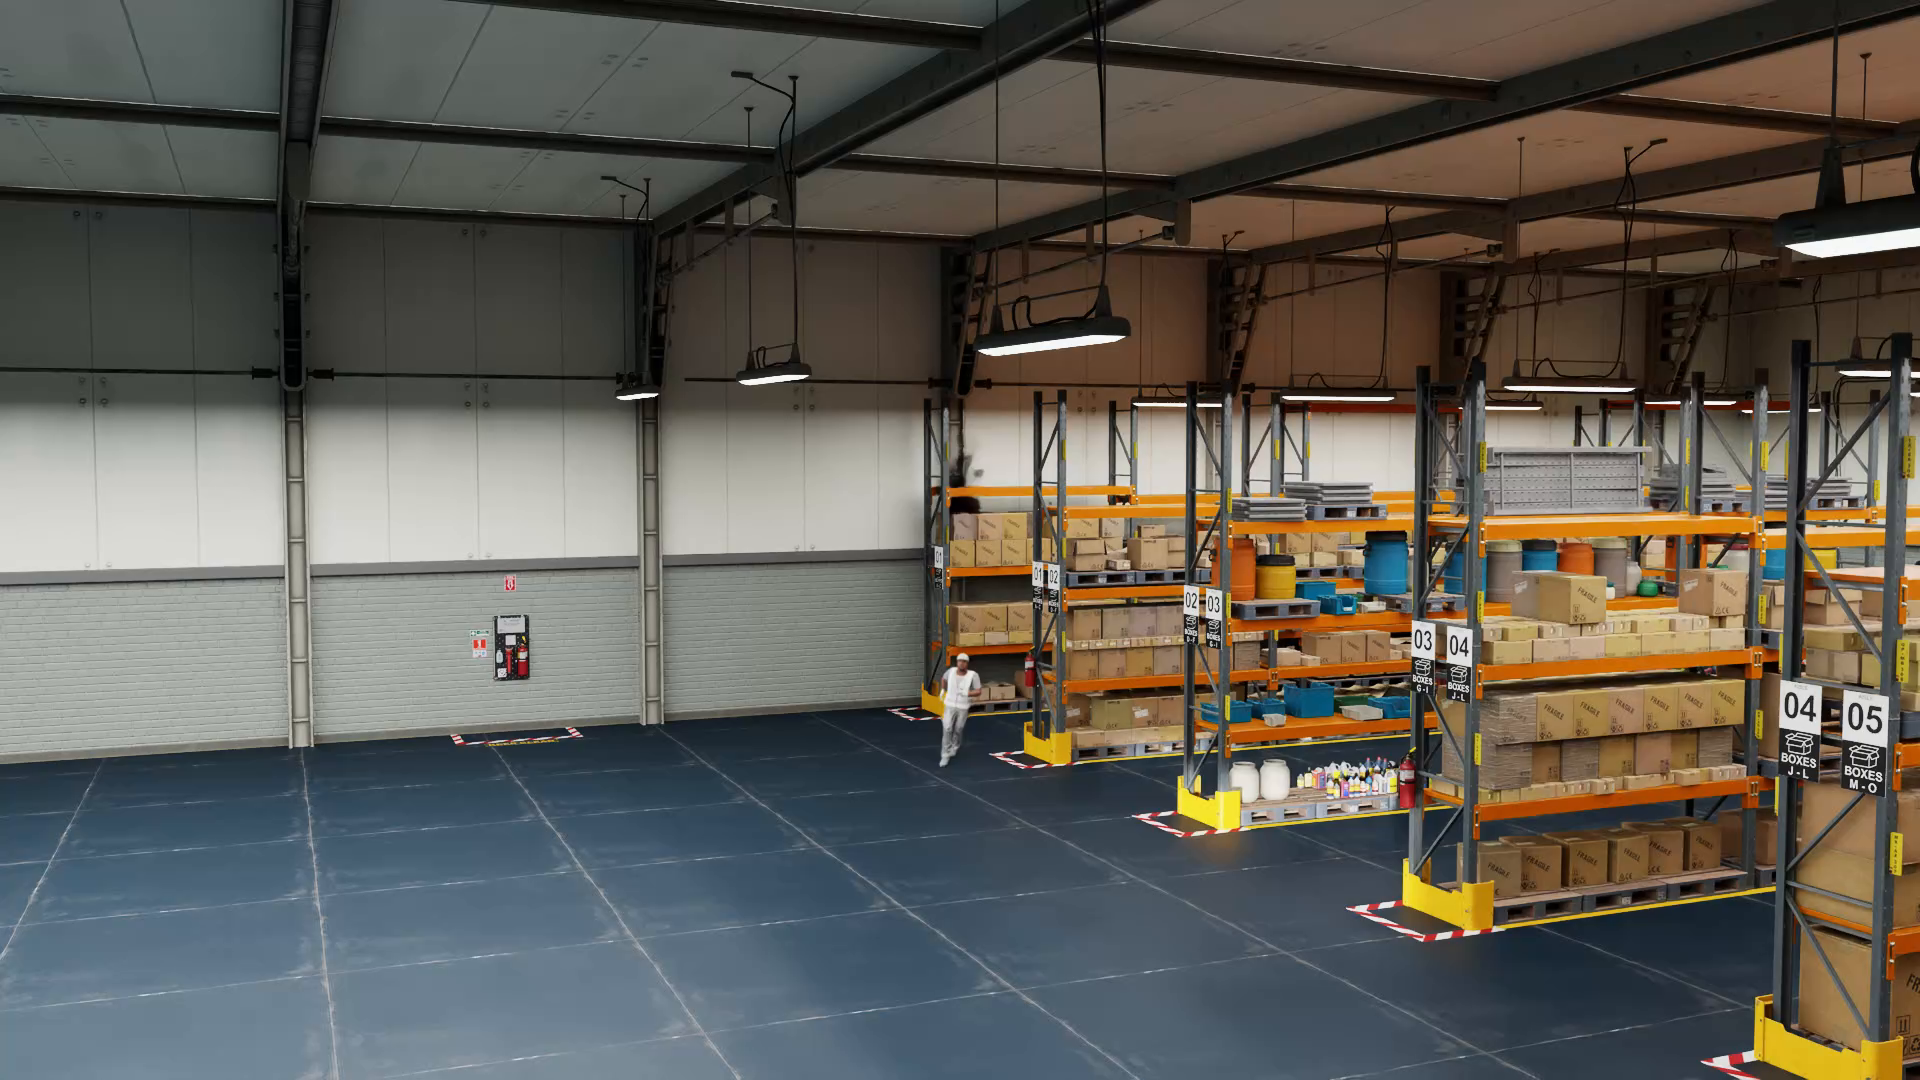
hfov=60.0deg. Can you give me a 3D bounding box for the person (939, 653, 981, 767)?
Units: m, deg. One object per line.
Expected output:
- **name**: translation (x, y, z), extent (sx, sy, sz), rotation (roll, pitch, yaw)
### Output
- **person**: translation (0.010, 2.704, 26.820), extent (0.692, 1.788, 0.916), rotation (0, 3, 8)
